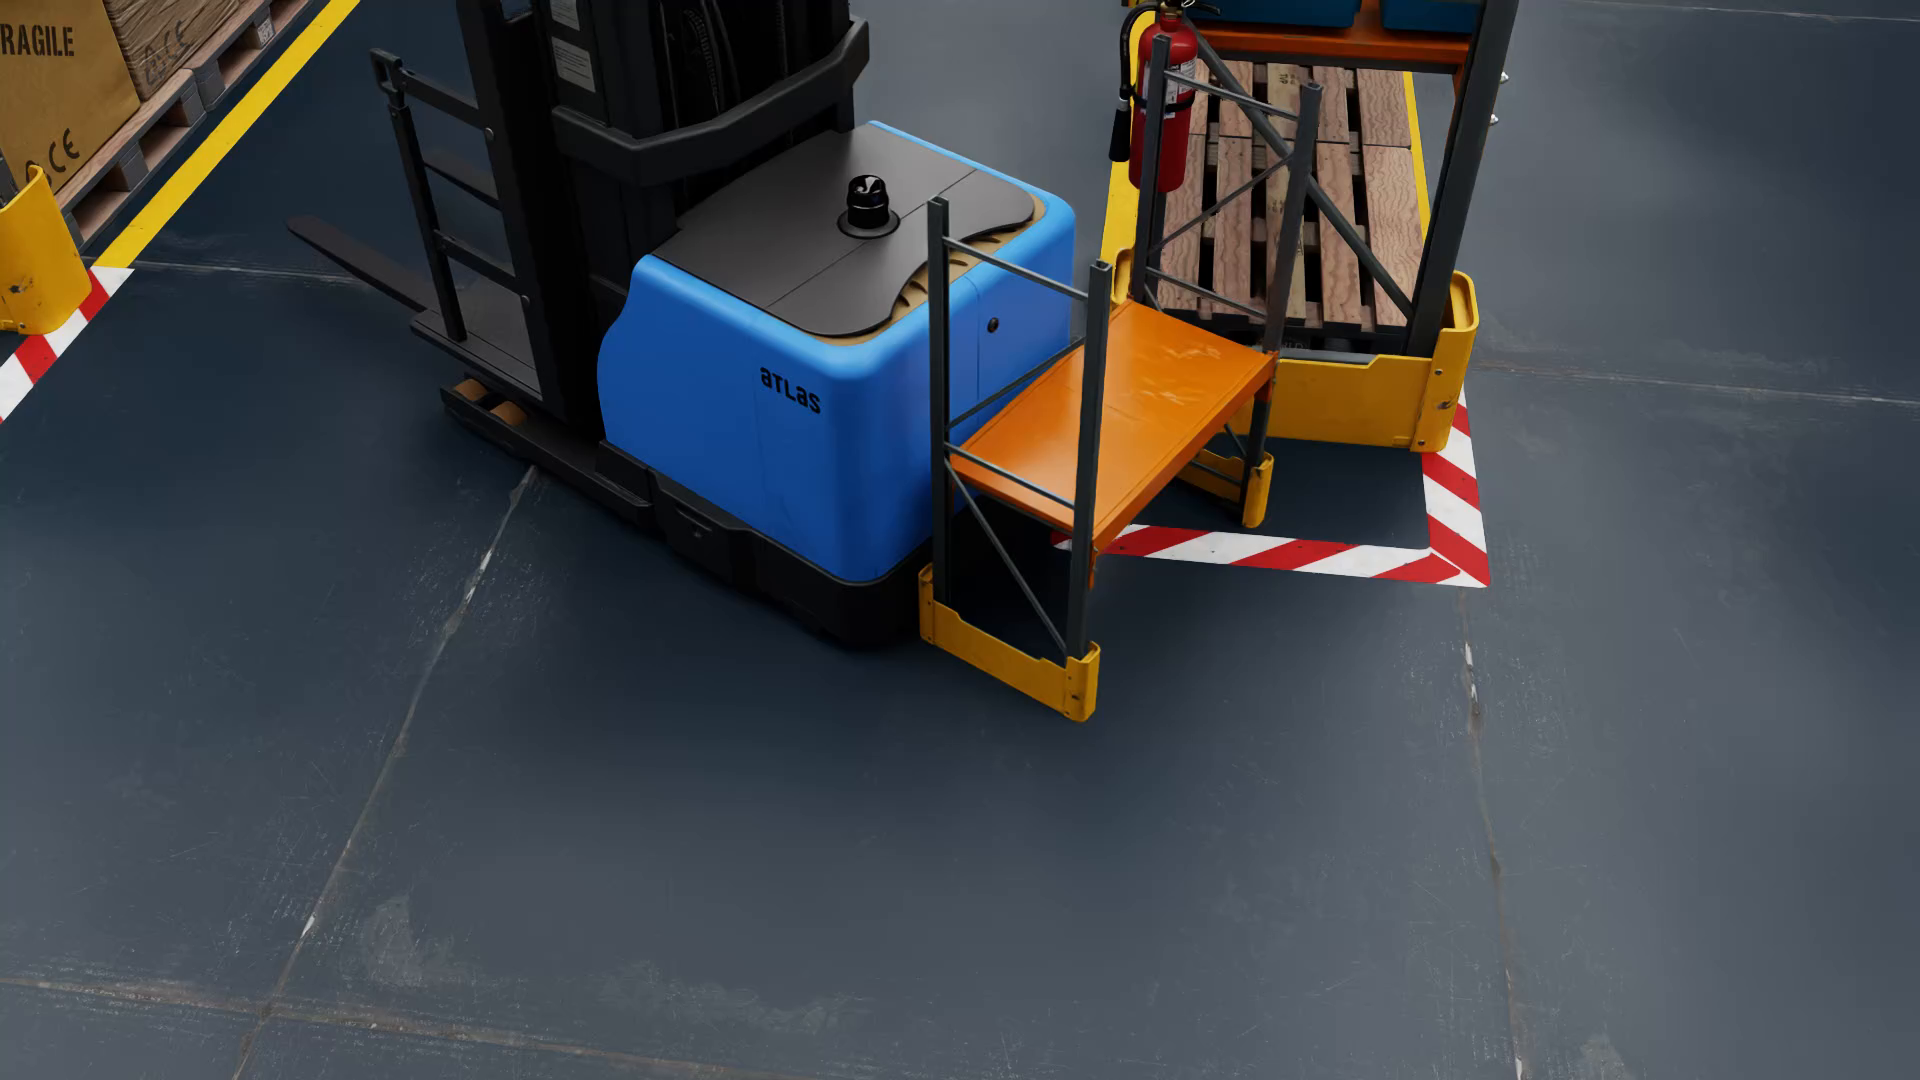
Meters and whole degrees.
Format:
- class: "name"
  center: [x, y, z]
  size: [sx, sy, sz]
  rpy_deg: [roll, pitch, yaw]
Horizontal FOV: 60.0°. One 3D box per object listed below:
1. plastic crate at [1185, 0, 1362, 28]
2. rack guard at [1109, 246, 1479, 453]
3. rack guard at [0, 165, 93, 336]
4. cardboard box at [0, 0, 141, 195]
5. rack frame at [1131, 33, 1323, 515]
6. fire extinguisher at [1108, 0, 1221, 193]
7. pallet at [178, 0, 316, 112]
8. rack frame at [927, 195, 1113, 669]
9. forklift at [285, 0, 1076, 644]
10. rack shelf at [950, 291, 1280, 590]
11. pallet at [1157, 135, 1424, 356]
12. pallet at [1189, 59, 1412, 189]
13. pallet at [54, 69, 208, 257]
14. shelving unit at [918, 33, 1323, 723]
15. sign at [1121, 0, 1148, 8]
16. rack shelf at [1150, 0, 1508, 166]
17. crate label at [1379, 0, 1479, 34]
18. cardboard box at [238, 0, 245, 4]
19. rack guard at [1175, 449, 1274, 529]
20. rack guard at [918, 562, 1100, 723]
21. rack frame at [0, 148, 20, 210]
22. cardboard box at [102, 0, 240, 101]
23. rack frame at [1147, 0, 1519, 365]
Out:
- class: "plastic crate"
  center: [0.923, -1.842, 4.944]
  size: [0.616, 0.435, 0.499]
  rpy_deg: [5, 44, 6]
- class: "rack guard"
  center: [1.073, -0.637, 5.559]
  size: [1.175, 0.500, 0.348]
  rpy_deg: [5, 44, 6]
- class: "rack guard"
  center: [-3.849, -1.088, 6.036]
  size: [1.175, 0.500, 0.348]
  rpy_deg: [5, 44, 6]
- class: "cardboard box"
  center: [-3.841, -1.837, 6.248]
  size: [0.875, 0.875, 0.875]
  rpy_deg: [5, 44, 6]
- class: "rack frame"
  center: [0.733, -0.727, 4.927]
  size: [0.500, 1.500, 0.032]
  rpy_deg: [27, 50, 25]
- class: "fire extinguisher"
  center: [0.593, -1.337, 4.808]
  size: [0.296, 0.674, 0.183]
  rpy_deg: [5, 44, 6]
- class: "pallet"
  center: [-3.654, -2.381, 7.611]
  size: [1.003, 0.211, 1.213]
  rpy_deg: [5, 44, 6]
- class: "rack frame"
  center: [0.132, -0.163, 4.331]
  size: [0.500, 1.500, 0.032]
  rpy_deg: [27, 50, 25]
- class: "forklift"
  center: [-1.121, -1.613, 4.821]
  size: [3.031, 2.935, 1.130]
  rpy_deg: [29, 51, 27]
- class: "rack shelf"
  center: [0.432, -0.314, 4.753]
  size: [0.538, 0.185, 1.000]
  rpy_deg: [27, 50, 25]
- class: "pallet"
  center: [1.211, -1.108, 6.267]
  size: [1.003, 0.211, 1.213]
  rpy_deg: [5, 44, 6]
- class: "pallet"
  center: [1.375, -1.937, 7.142]
  size: [1.003, 0.211, 1.213]
  rpy_deg: [5, 44, 6]
- class: "pallet"
  center: [-3.818, -1.552, 6.735]
  size: [1.003, 0.211, 1.213]
  rpy_deg: [5, 44, 6]
- class: "shelving unit"
  center: [0.427, -0.440, 4.624]
  size: [0.587, 1.500, 1.083]
  rpy_deg: [27, 50, 25]
- class: "sign"
  center: [0.516, -1.660, 4.703]
  size: [0.100, 0.325, 0.005]
  rpy_deg: [5, 44, 6]
- class: "rack shelf"
  center: [1.328, -2.664, 6.405]
  size: [1.077, 0.370, 4.000]
  rpy_deg: [5, 44, 6]
- class: "crate label"
  center: [1.423, -1.661, 4.901]
  size: [0.416, 0.233, 0.303]
  rpy_deg: [5, 44, 6]
- class: "cardboard box"
  center: [-3.603, -3.063, 7.544]
  size: [0.875, 0.875, 0.875]
  rpy_deg: [5, 44, 6]
- class: "rack guard"
  center: [0.721, -0.262, 5.345]
  size: [0.587, 0.250, 0.087]
  rpy_deg: [27, 50, 25]
- class: "rack guard"
  center: [0.133, 0.290, 4.762]
  size: [0.587, 0.250, 0.087]
  rpy_deg: [27, 50, 25]
- class: "rack frame"
  center: [-3.846, -2.012, 5.194]
  size: [1.000, 3.000, 0.127]
  rpy_deg: [5, 44, 6]
- class: "cardboard box"
  center: [-3.720, -2.457, 6.903]
  size: [0.875, 0.875, 0.875]
  rpy_deg: [5, 44, 6]
- class: "rack frame"
  center: [1.064, -1.562, 4.718]
  size: [1.000, 3.000, 0.127]
  rpy_deg: [5, 44, 6]
